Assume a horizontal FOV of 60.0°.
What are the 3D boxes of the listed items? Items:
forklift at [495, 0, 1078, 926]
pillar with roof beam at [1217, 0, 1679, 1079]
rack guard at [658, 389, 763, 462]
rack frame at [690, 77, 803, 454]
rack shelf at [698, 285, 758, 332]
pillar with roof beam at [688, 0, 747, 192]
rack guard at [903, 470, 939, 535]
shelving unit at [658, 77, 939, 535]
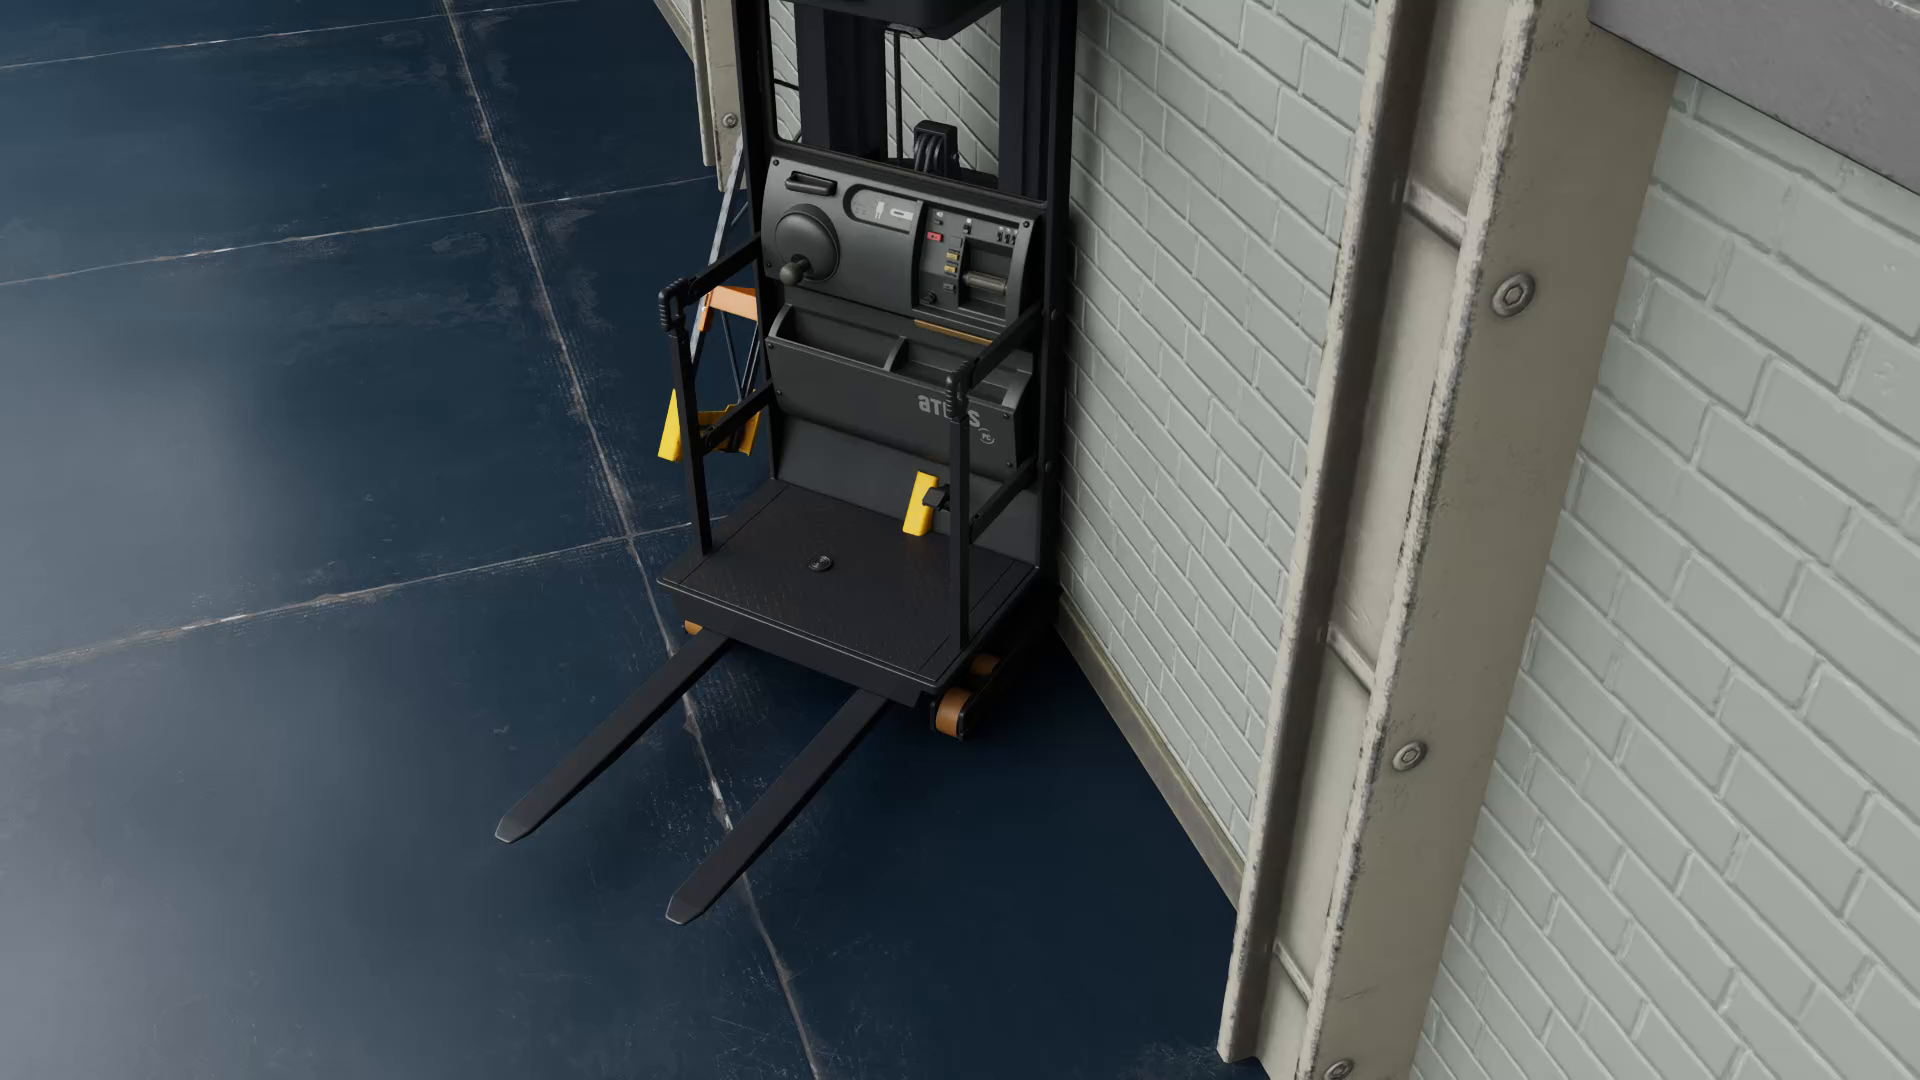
[{"bbox_3d":[-0.304,-0.843,4.933,1.130,2.935,3.031,19,41,23],"label":"forklift"},{"bbox_3d":[-3.145,-1.267,0.453,9.100,9.000,0.400,-12,39,-16],"label":"pillar with roof beam"},{"bbox_3d":[-0.925,-0.438,6.258,0.087,0.250,0.587,19,12,19],"label":"rack guard"},{"bbox_3d":[-0.782,-1.036,6.144,0.032,1.500,0.500,19,12,19],"label":"rack frame"},{"bbox_3d":[-0.374,-0.709,6.012,1.000,0.185,0.538,19,12,19],"label":"rack shelf"},{"bbox_3d":[-5.210,-4.657,4.953,9.100,9.000,0.400,-12,39,-16],"label":"pillar with roof beam"},{"bbox_3d":[-0.036,-0.130,5.932,0.087,0.250,0.587,19,12,19],"label":"rack guard"},{"bbox_3d":[-0.320,-0.876,5.974,1.083,1.500,0.587,19,12,19],"label":"shelving unit"}]
